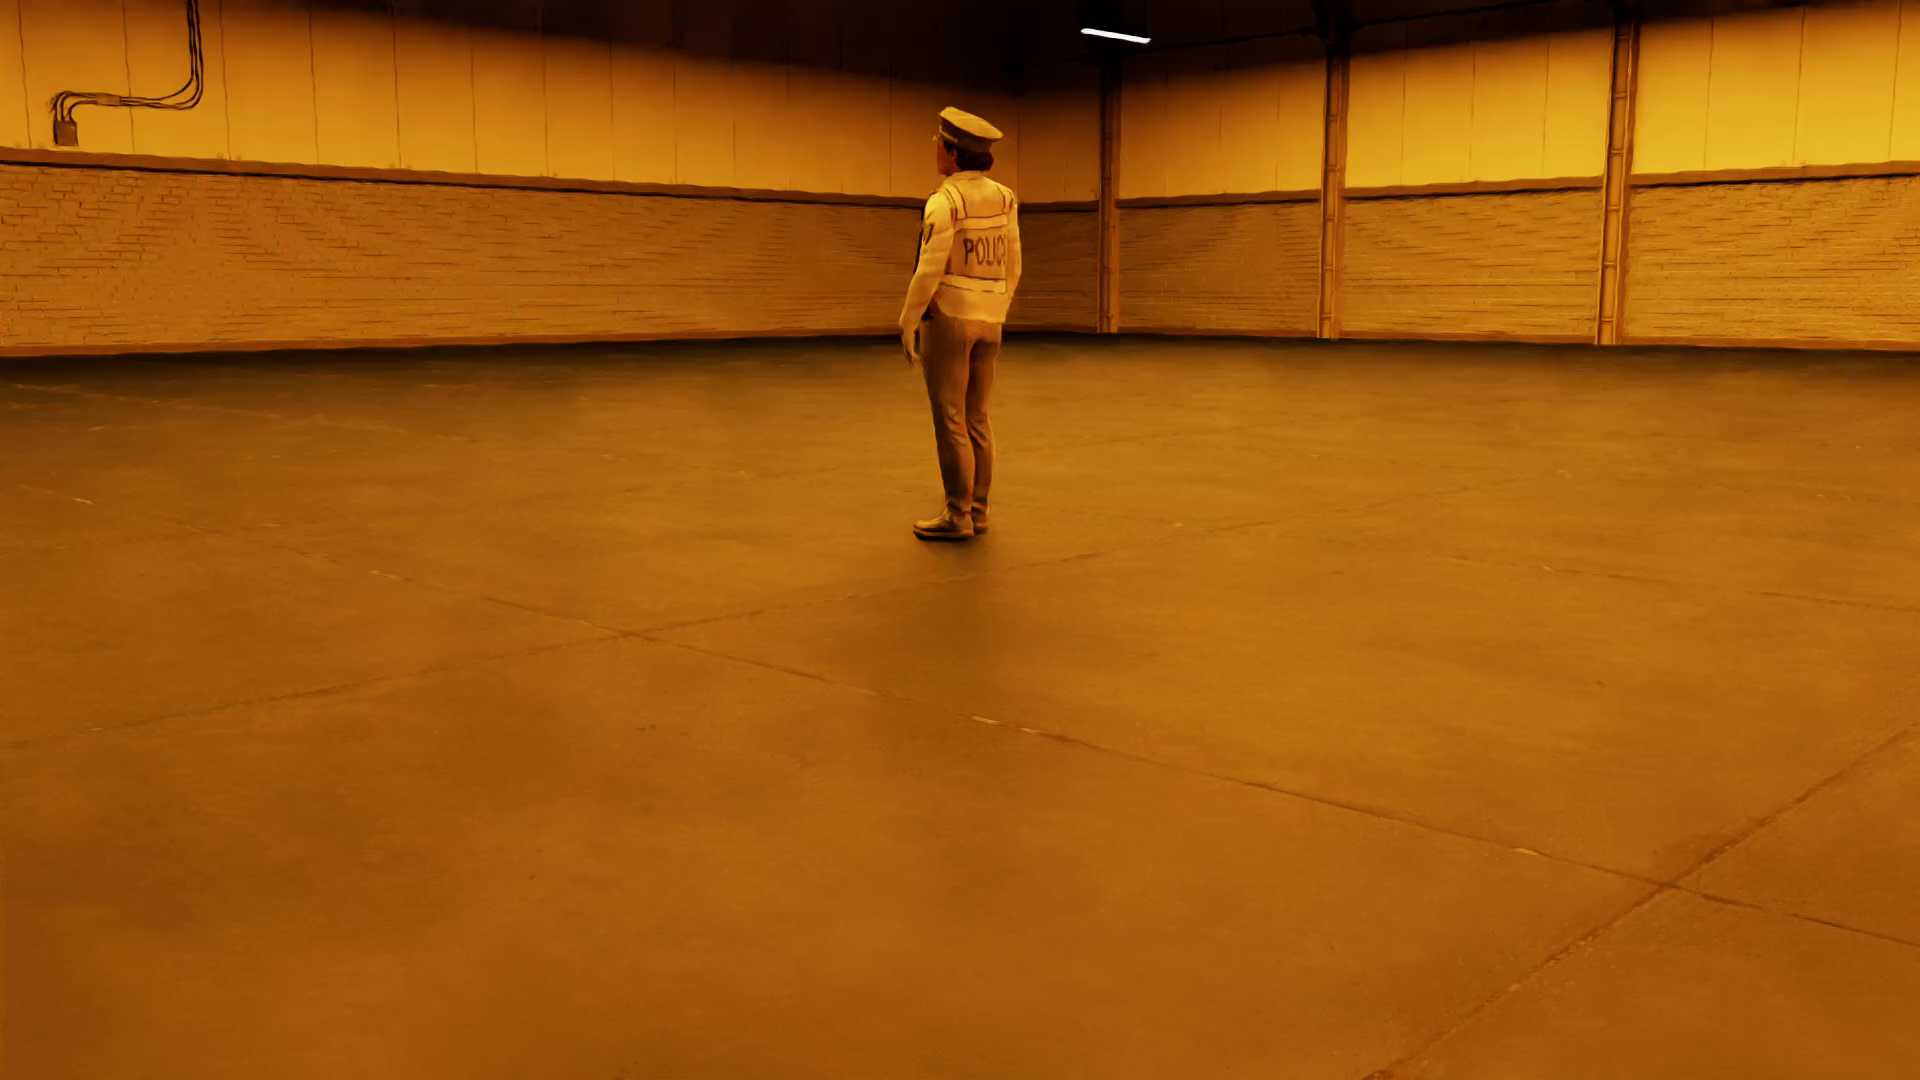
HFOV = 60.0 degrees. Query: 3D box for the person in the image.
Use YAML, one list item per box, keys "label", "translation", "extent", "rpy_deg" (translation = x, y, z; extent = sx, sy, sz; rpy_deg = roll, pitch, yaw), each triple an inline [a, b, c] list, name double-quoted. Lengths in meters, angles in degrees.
- label: "person"
  translation: [-0.044, -0.853, 6.641]
  extent: [0.532, 1.695, 0.586]
  rpy_deg: [8, 12, 43]
